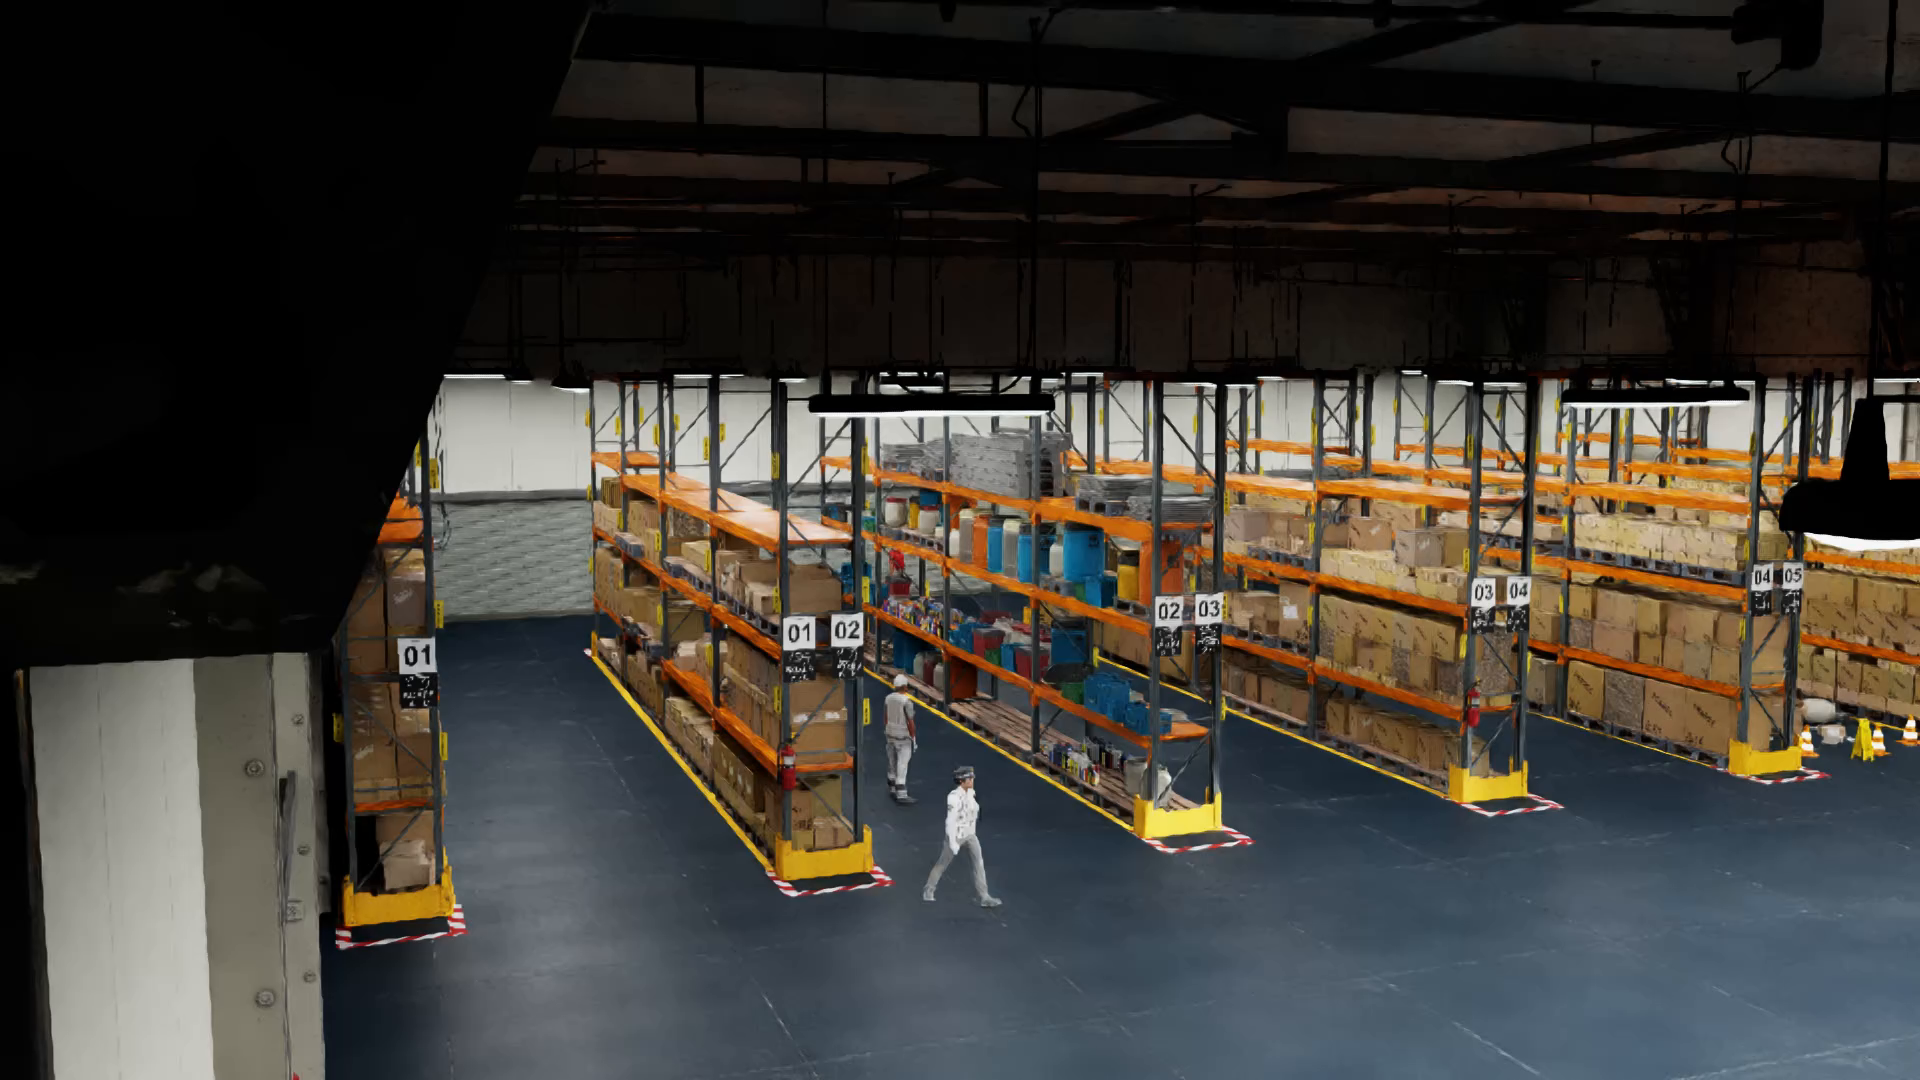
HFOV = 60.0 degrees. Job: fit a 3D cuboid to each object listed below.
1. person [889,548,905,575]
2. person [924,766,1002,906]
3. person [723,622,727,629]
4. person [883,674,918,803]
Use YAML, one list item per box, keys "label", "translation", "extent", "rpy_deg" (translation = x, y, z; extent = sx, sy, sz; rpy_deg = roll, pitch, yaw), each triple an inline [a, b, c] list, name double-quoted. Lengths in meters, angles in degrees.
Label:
- label: "person"
  translation: [-1.702, 0.838, 41.626]
  extent: [0.544, 1.717, 0.741]
  rpy_deg: [3, 7, 27]
- label: "person"
  translation: [-0.002, 3.383, 19.062]
  extent: [0.912, 1.646, 0.540]
  rpy_deg: [6, 9, 43]
- label: "person"
  translation: [-5.231, 1.358, 37.772]
  extent: [0.417, 1.504, 1.036]
  rpy_deg: [-2, 7, -17]
- label: "person"
  translation: [-0.828, 2.791, 23.606]
  extent: [0.625, 1.794, 0.468]
  rpy_deg: [6, 9, 43]
